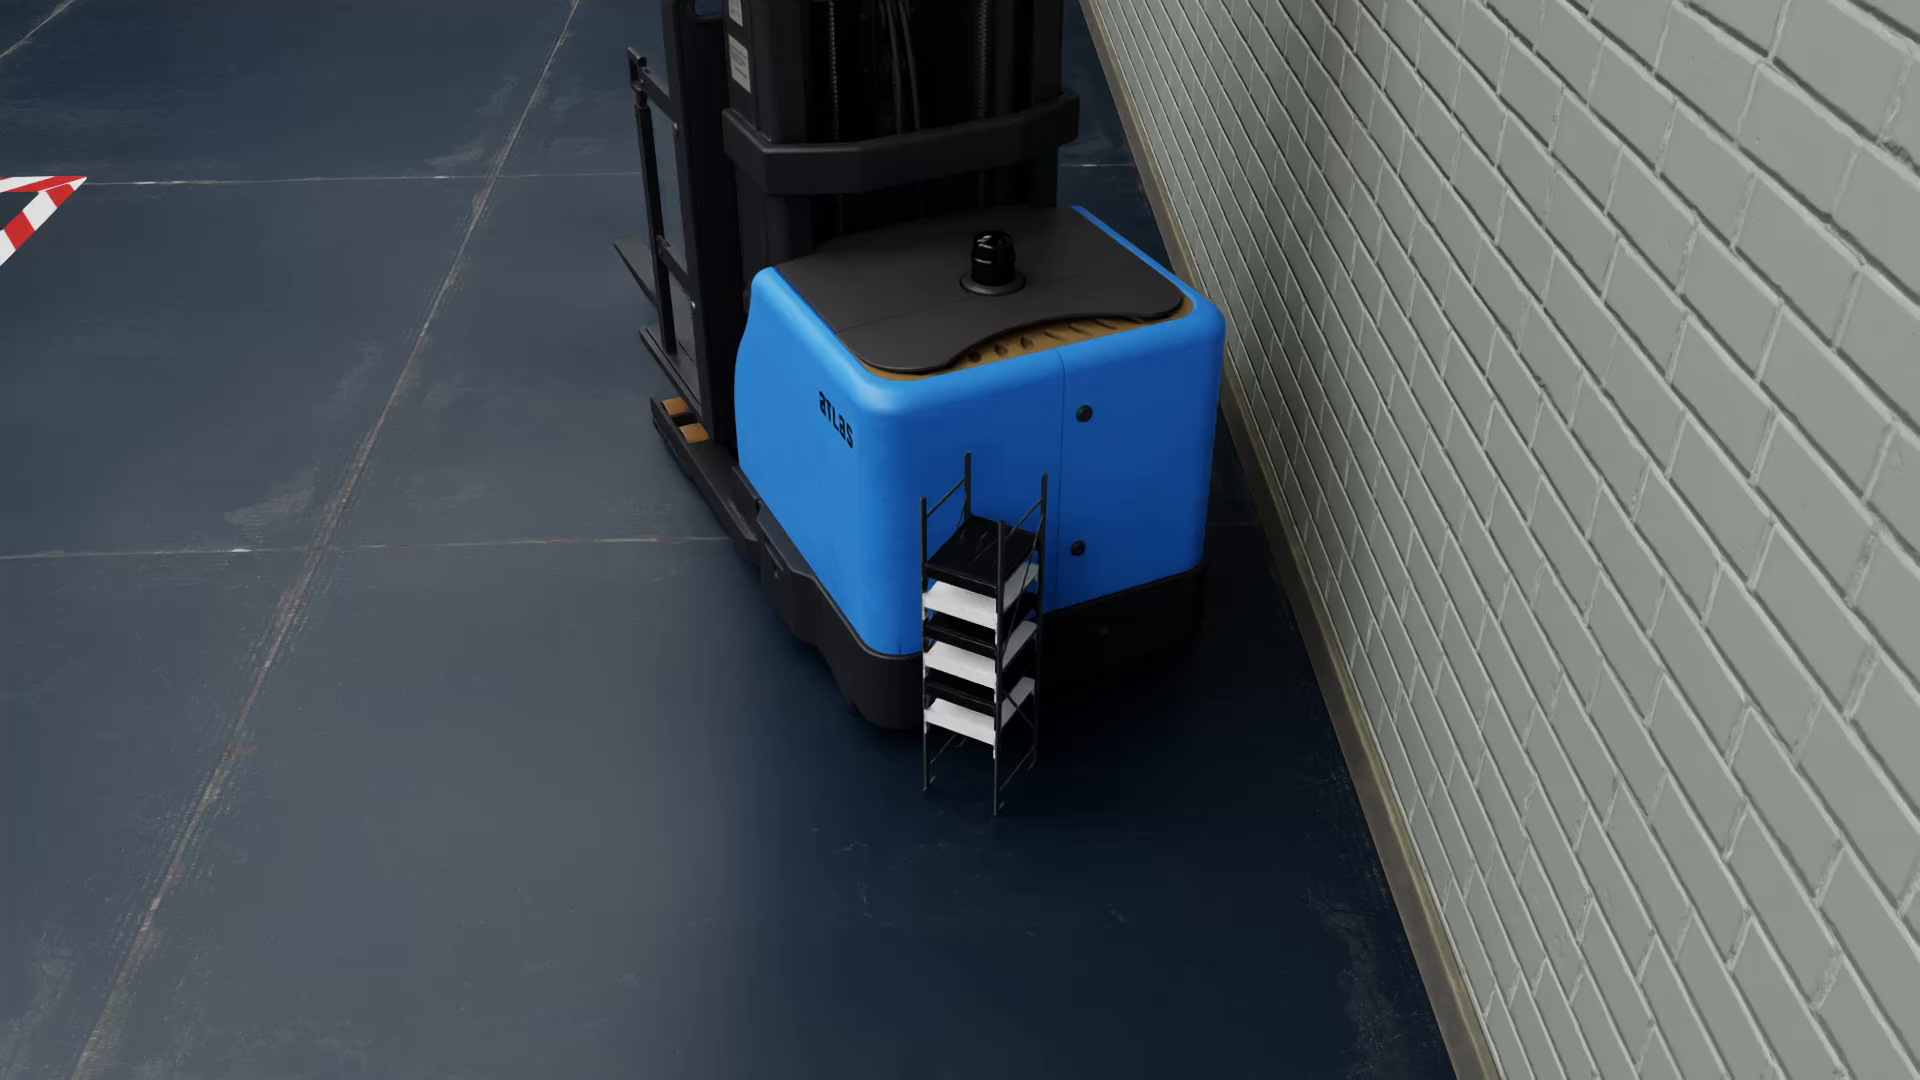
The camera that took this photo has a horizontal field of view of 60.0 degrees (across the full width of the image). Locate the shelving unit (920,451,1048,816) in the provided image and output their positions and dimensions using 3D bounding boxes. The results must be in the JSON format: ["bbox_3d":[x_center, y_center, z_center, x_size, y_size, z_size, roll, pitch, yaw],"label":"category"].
[{"bbox_3d":[0.057,0.246,4.104,0.210,0.900,0.258,17,38,23],"label":"shelving unit"}]

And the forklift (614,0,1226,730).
[{"bbox_3d":[-0.405,-1.529,4.883,1.130,2.935,3.031,-15,38,-21],"label":"forklift"}]

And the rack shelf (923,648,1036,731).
[{"bbox_3d":[0.057,0.347,4.175,0.200,0.077,0.258,17,38,23],"label":"rack shelf"}]

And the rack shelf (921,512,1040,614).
[{"bbox_3d":[0.057,0.051,3.970,0.200,0.077,0.258,17,38,23],"label":"rack shelf"}]

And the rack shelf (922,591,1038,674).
[{"bbox_3d":[0.057,0.199,4.072,0.200,0.077,0.258,17,38,23],"label":"rack shelf"}]

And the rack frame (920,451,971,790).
[{"bbox_3d":[-0.033,0.218,4.144,0.006,0.900,0.240,17,38,23],"label":"rack frame"}]

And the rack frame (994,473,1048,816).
[{"bbox_3d":[0.146,0.273,4.065,0.006,0.900,0.240,17,38,23],"label":"rack frame"}]

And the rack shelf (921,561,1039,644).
[{"bbox_3d":[0.057,0.125,4.021,0.200,0.077,0.258,17,38,23],"label":"rack shelf"}]

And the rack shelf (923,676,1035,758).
[{"bbox_3d":[0.057,0.421,4.226,0.200,0.077,0.258,17,38,23],"label":"rack shelf"}]

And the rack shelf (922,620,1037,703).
[{"bbox_3d":[0.057,0.273,4.123,0.200,0.077,0.258,17,38,23],"label":"rack shelf"}]
